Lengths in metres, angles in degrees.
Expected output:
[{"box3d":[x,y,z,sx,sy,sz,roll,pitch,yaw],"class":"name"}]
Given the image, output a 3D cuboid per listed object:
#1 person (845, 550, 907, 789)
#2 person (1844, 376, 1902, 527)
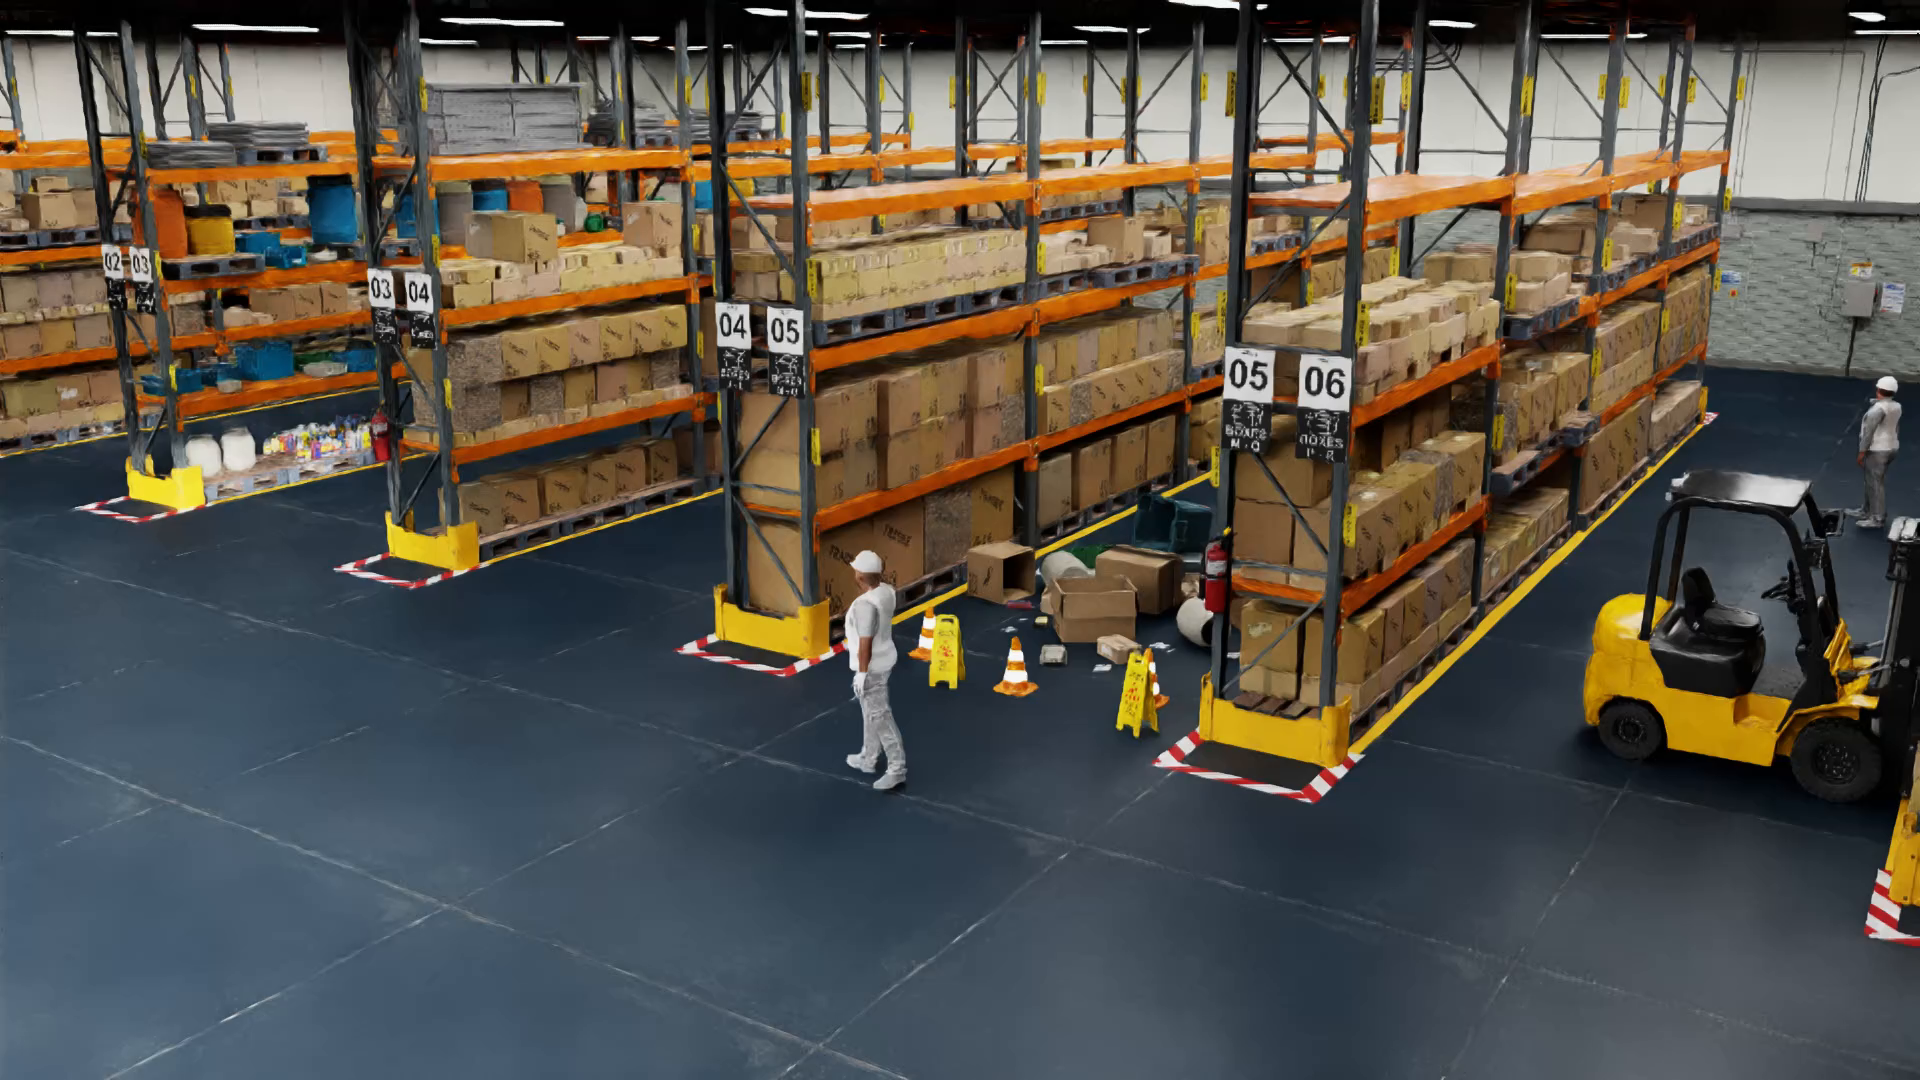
[{"box3d":[-0.653,0.948,12.512,0.563,1.788,0.669,3,16,11],"class":"person"},{"box3d":[10.867,-1.076,19.742,0.639,1.768,0.587,-11,19,-36],"class":"person"}]
